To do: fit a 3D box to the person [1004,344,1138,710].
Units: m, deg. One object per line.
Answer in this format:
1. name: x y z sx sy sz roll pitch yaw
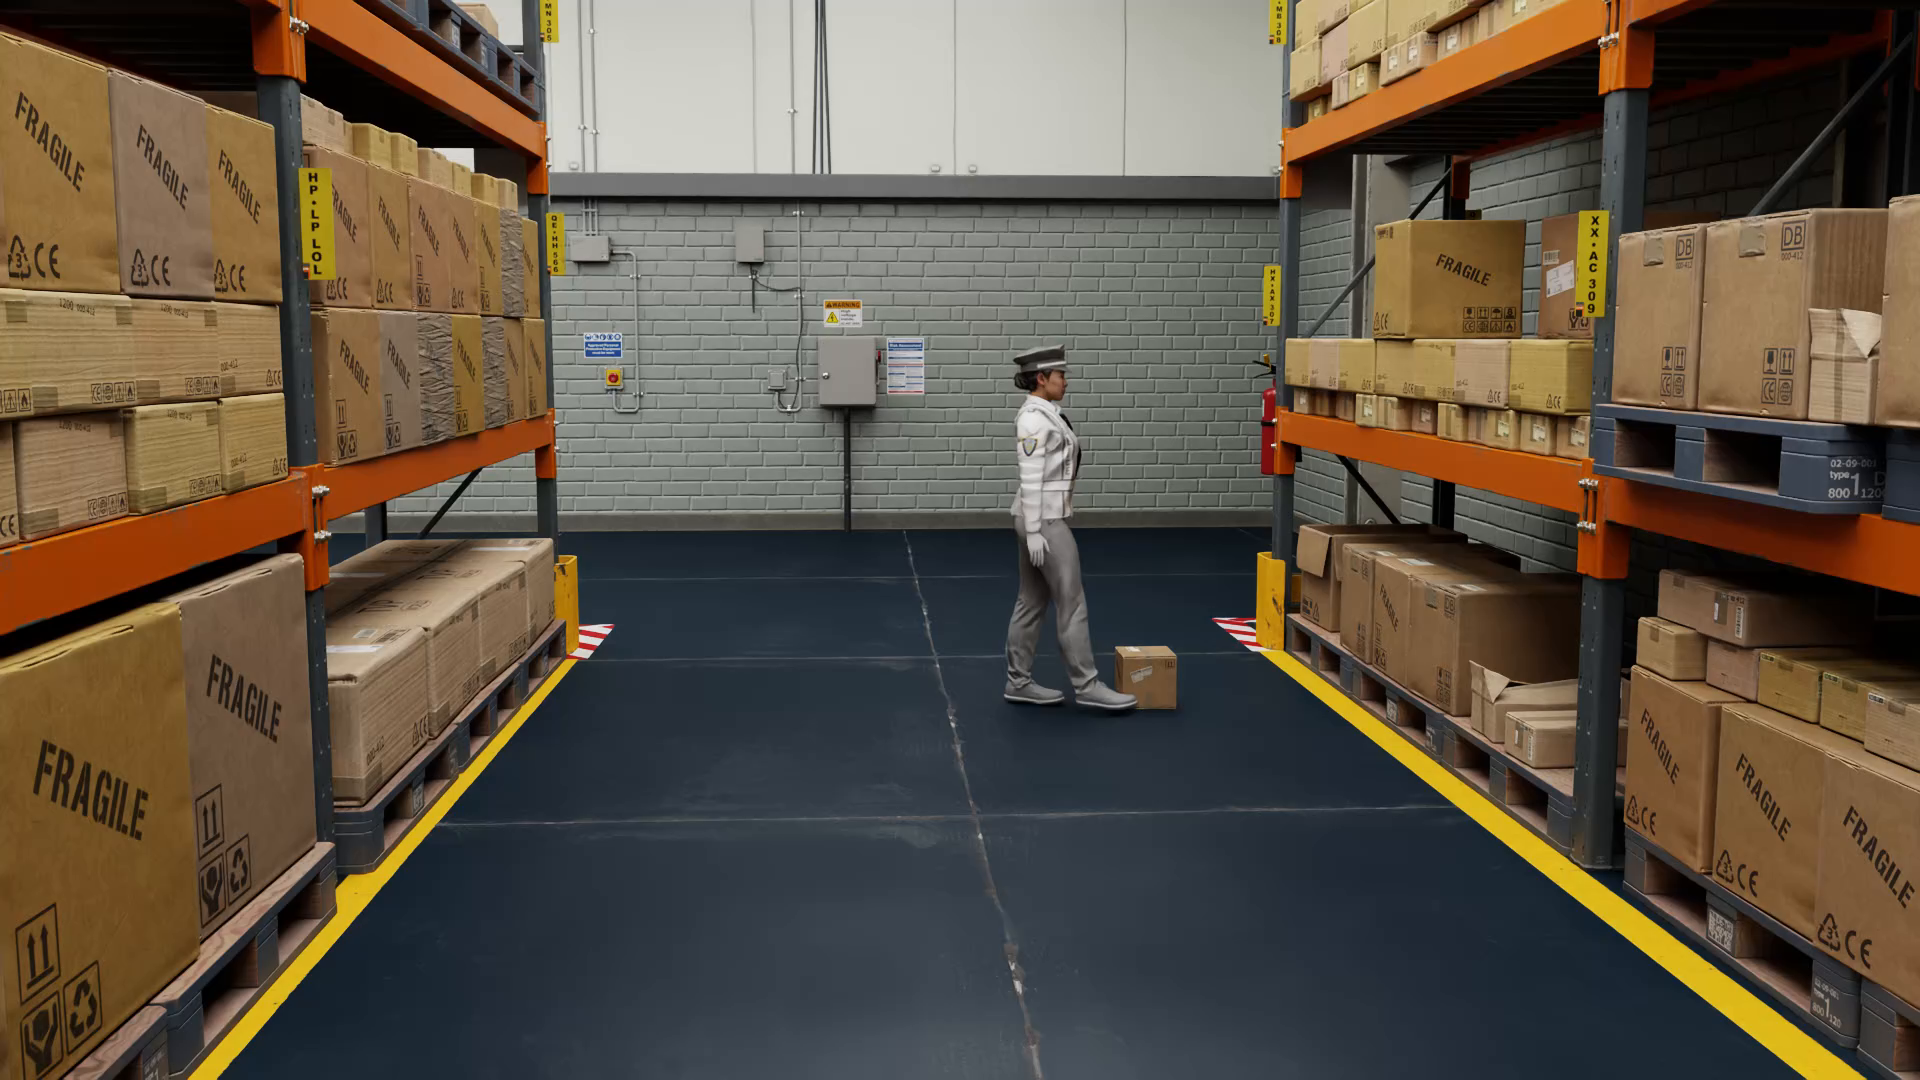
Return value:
1. person: 0.511 -0.066 7.670 0.612 1.668 0.481 0 7 2
